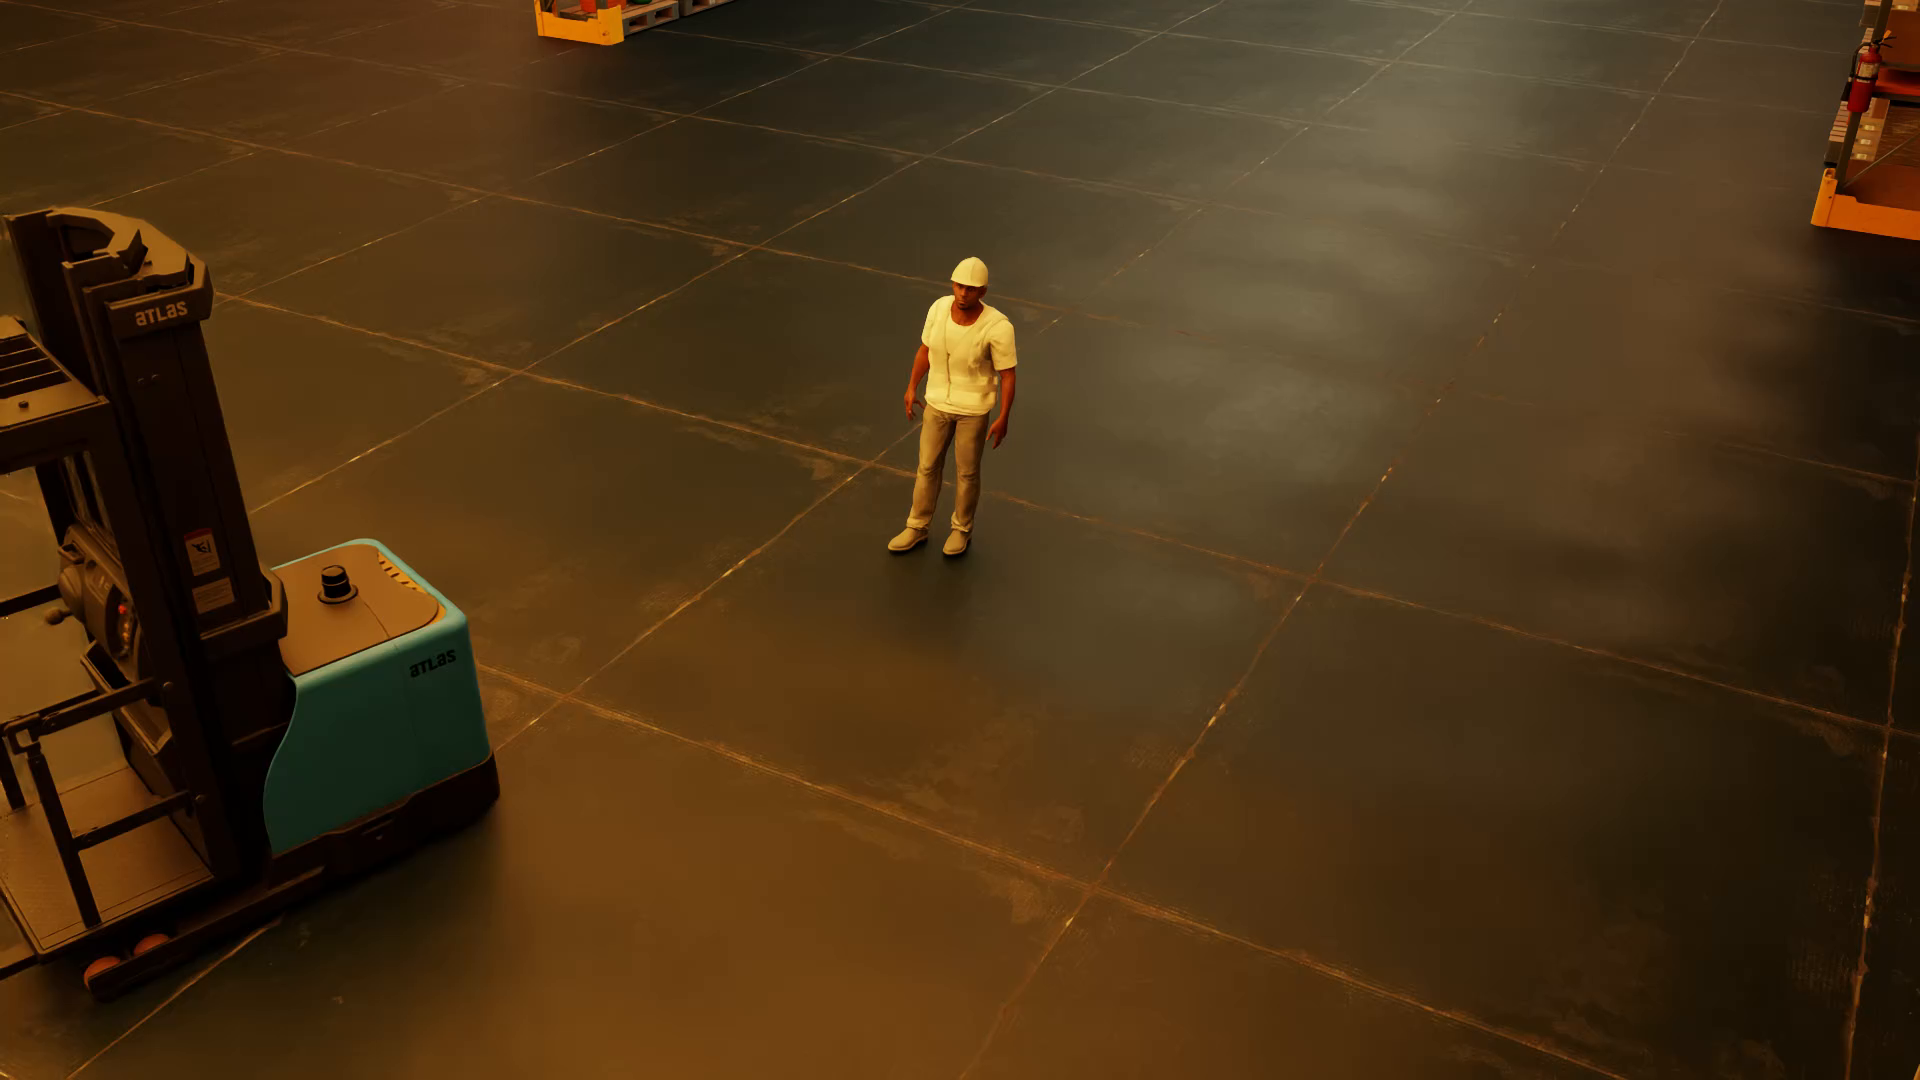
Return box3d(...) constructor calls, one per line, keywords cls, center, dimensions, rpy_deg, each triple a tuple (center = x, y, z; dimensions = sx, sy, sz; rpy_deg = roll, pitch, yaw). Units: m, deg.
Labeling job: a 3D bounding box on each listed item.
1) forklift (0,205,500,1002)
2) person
box3d(cls="forklift", center=(-3.591, 0.300, 6.551), dimensions=(3.031, 2.935, 1.130), rpy_deg=(-24, 38, -35))
box3d(cls="person", center=(-0.039, -0.743, 9.508), dimensions=(0.665, 1.765, 0.577), rpy_deg=(15, 33, 25))
